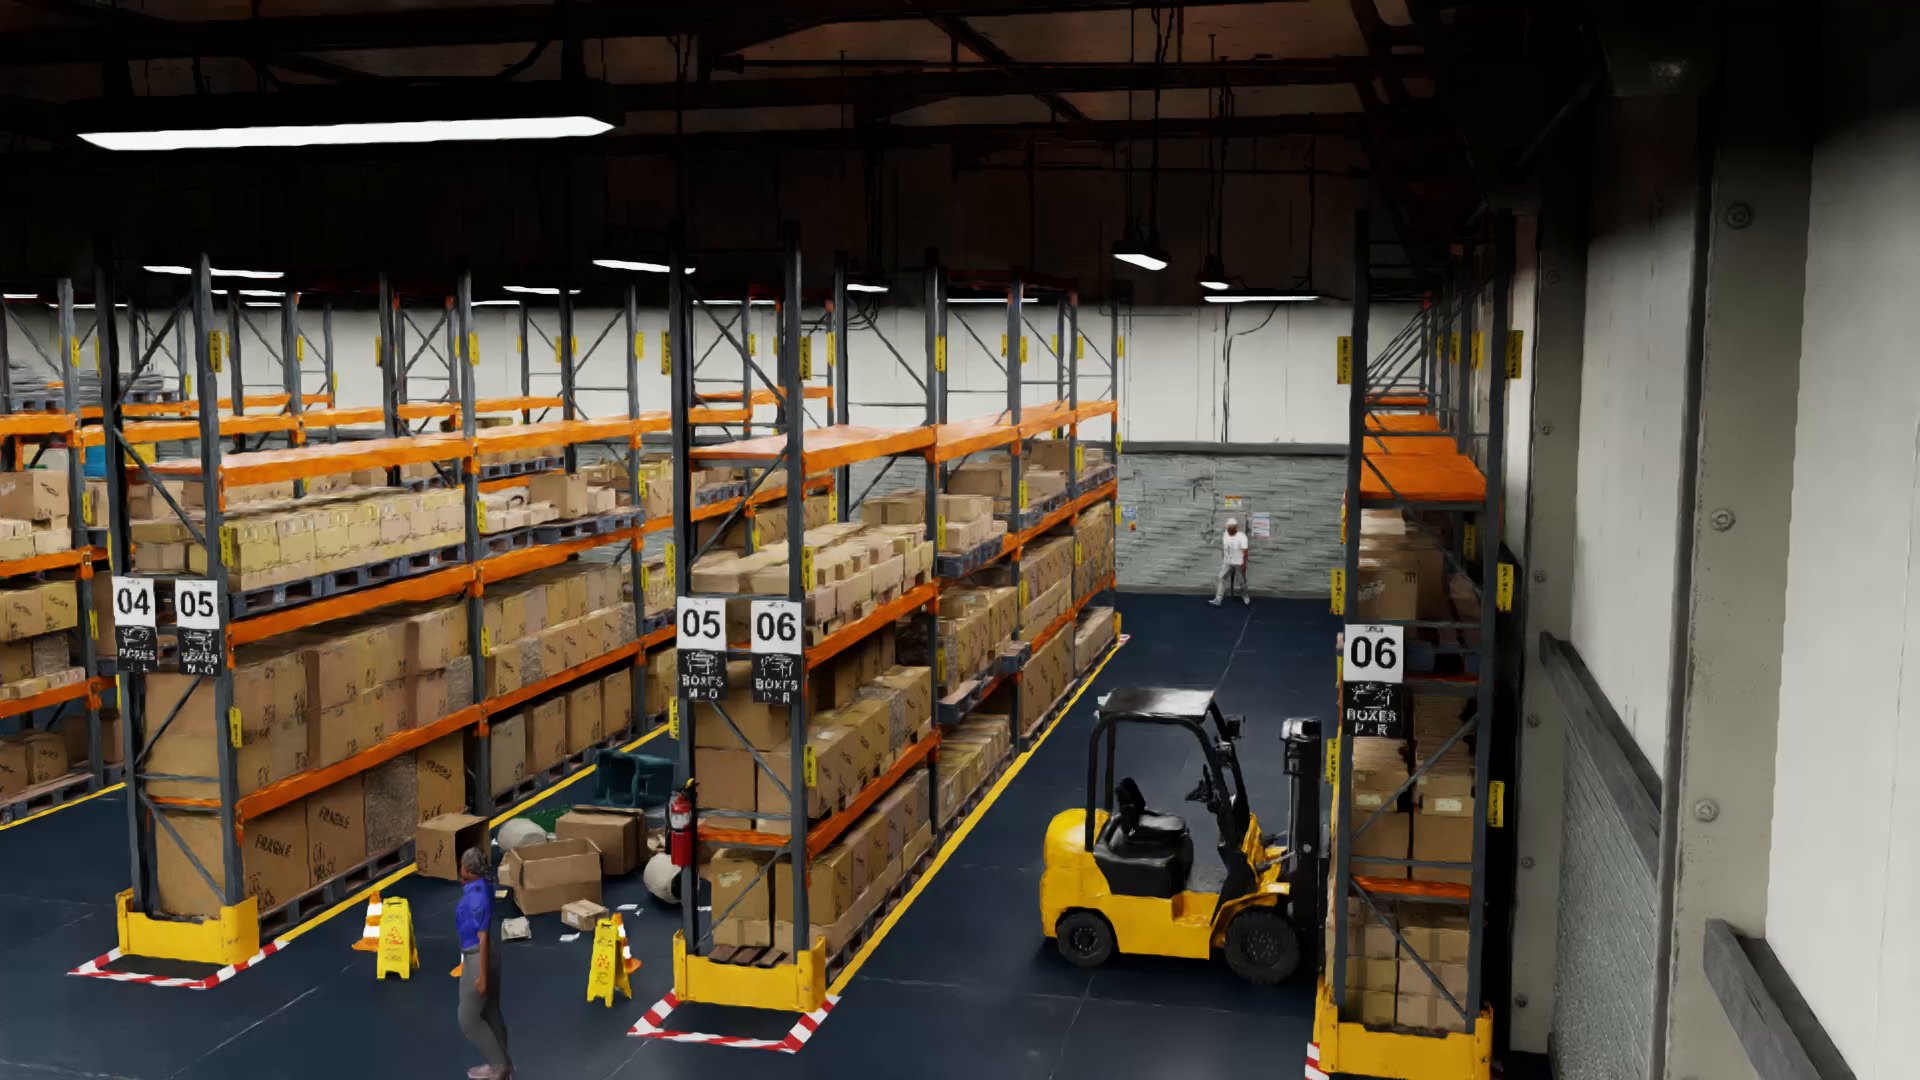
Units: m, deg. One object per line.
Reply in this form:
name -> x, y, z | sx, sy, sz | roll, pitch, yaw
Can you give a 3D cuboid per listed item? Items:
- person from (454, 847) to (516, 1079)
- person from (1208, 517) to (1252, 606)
person -> -3.301, 2.955, 11.502 | 0.360, 1.630, 0.564 | -2, 7, -12
person -> 5.240, 0.415, 31.987 | 0.618, 1.724, 0.938 | 6, 9, 41
